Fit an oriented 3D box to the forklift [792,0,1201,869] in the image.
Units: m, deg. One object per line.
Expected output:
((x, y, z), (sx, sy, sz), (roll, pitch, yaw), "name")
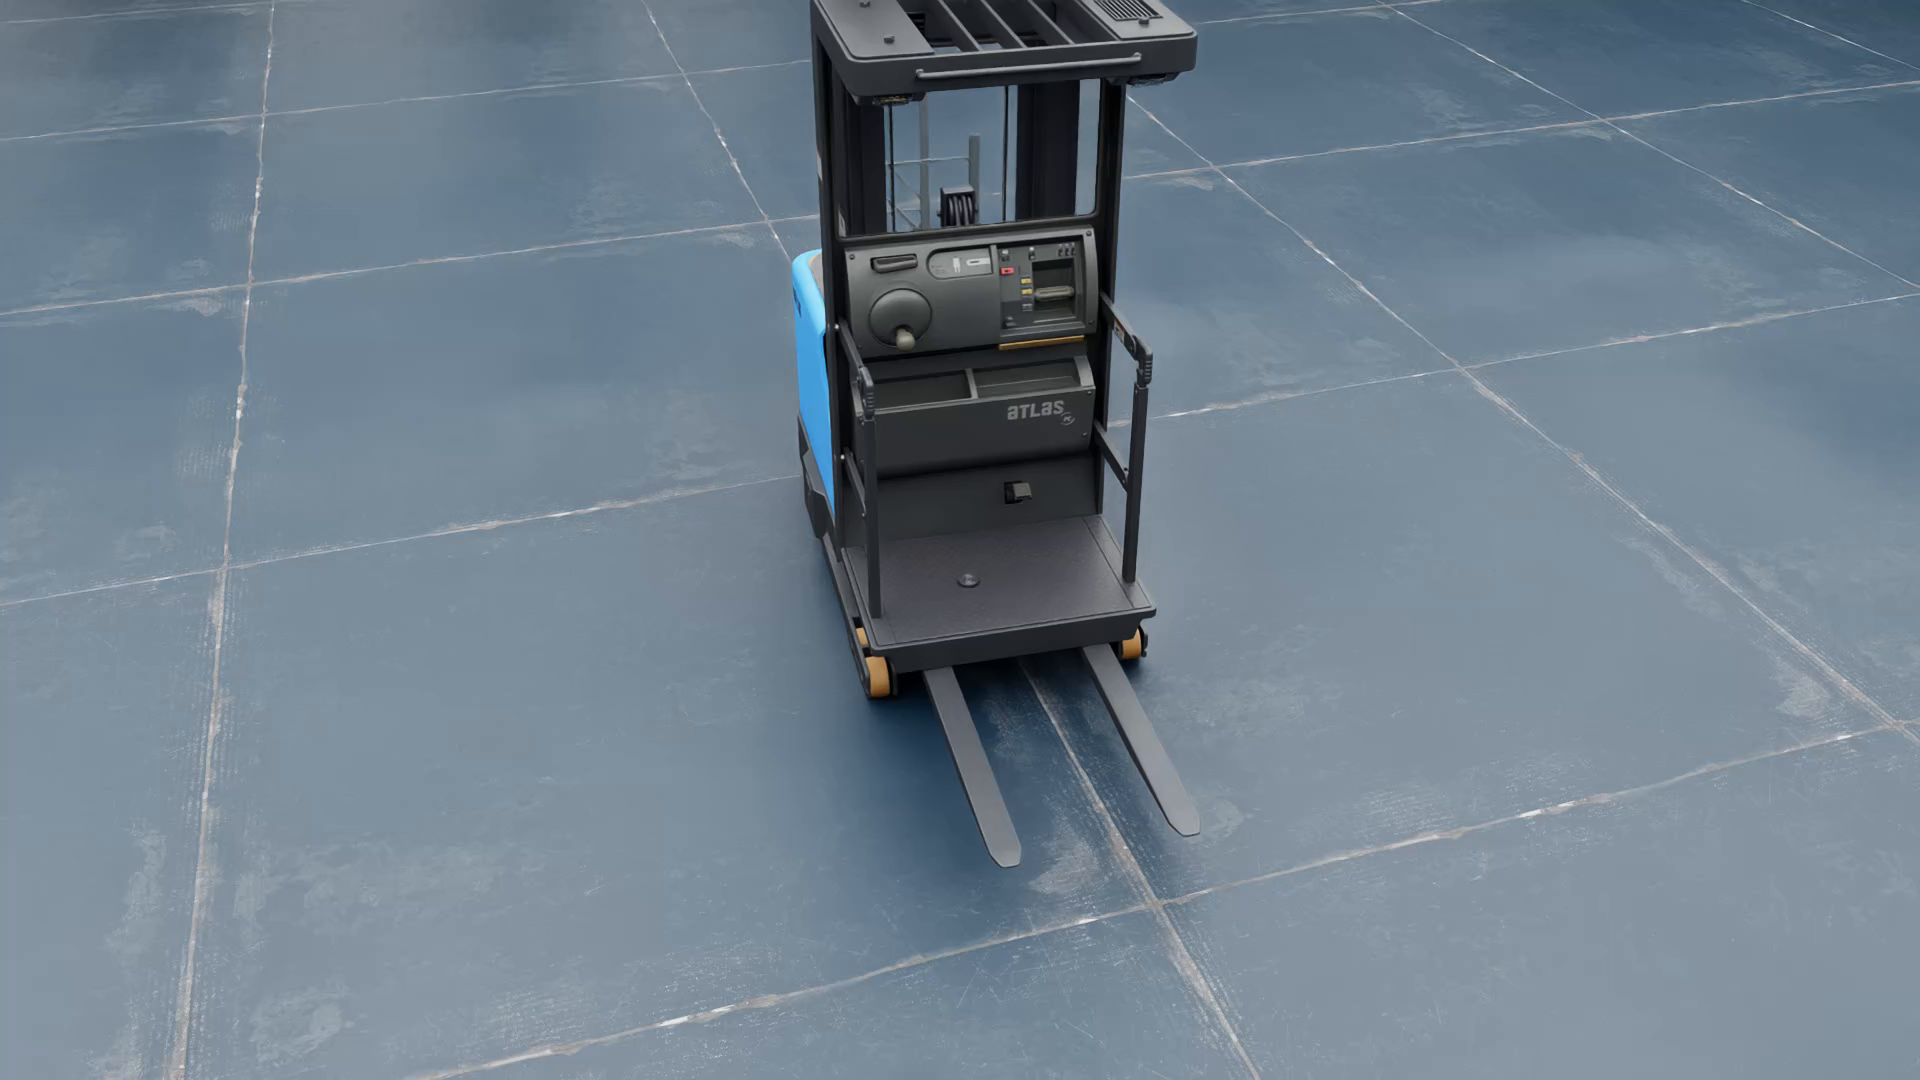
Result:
((0.102, -0.852, 5.881), (1.130, 2.935, 3.031), (-8, 34, -11), "forklift")

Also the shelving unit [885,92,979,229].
((-0.285, -1.379, 7.977), (0.587, 1.500, 1.083), (-8, 34, -11), "shelving unit")

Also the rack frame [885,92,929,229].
((-0.402, -1.647, 8.382), (0.500, 1.500, 0.032), (-8, 34, -11), "rack frame")

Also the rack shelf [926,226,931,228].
((-0.283, -1.224, 8.068), (0.538, 0.185, 1.000), (-8, 34, -11), "rack shelf")

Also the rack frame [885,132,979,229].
((-0.164, -1.102, 7.557), (0.500, 1.500, 0.032), (-8, 34, -11), "rack frame")
